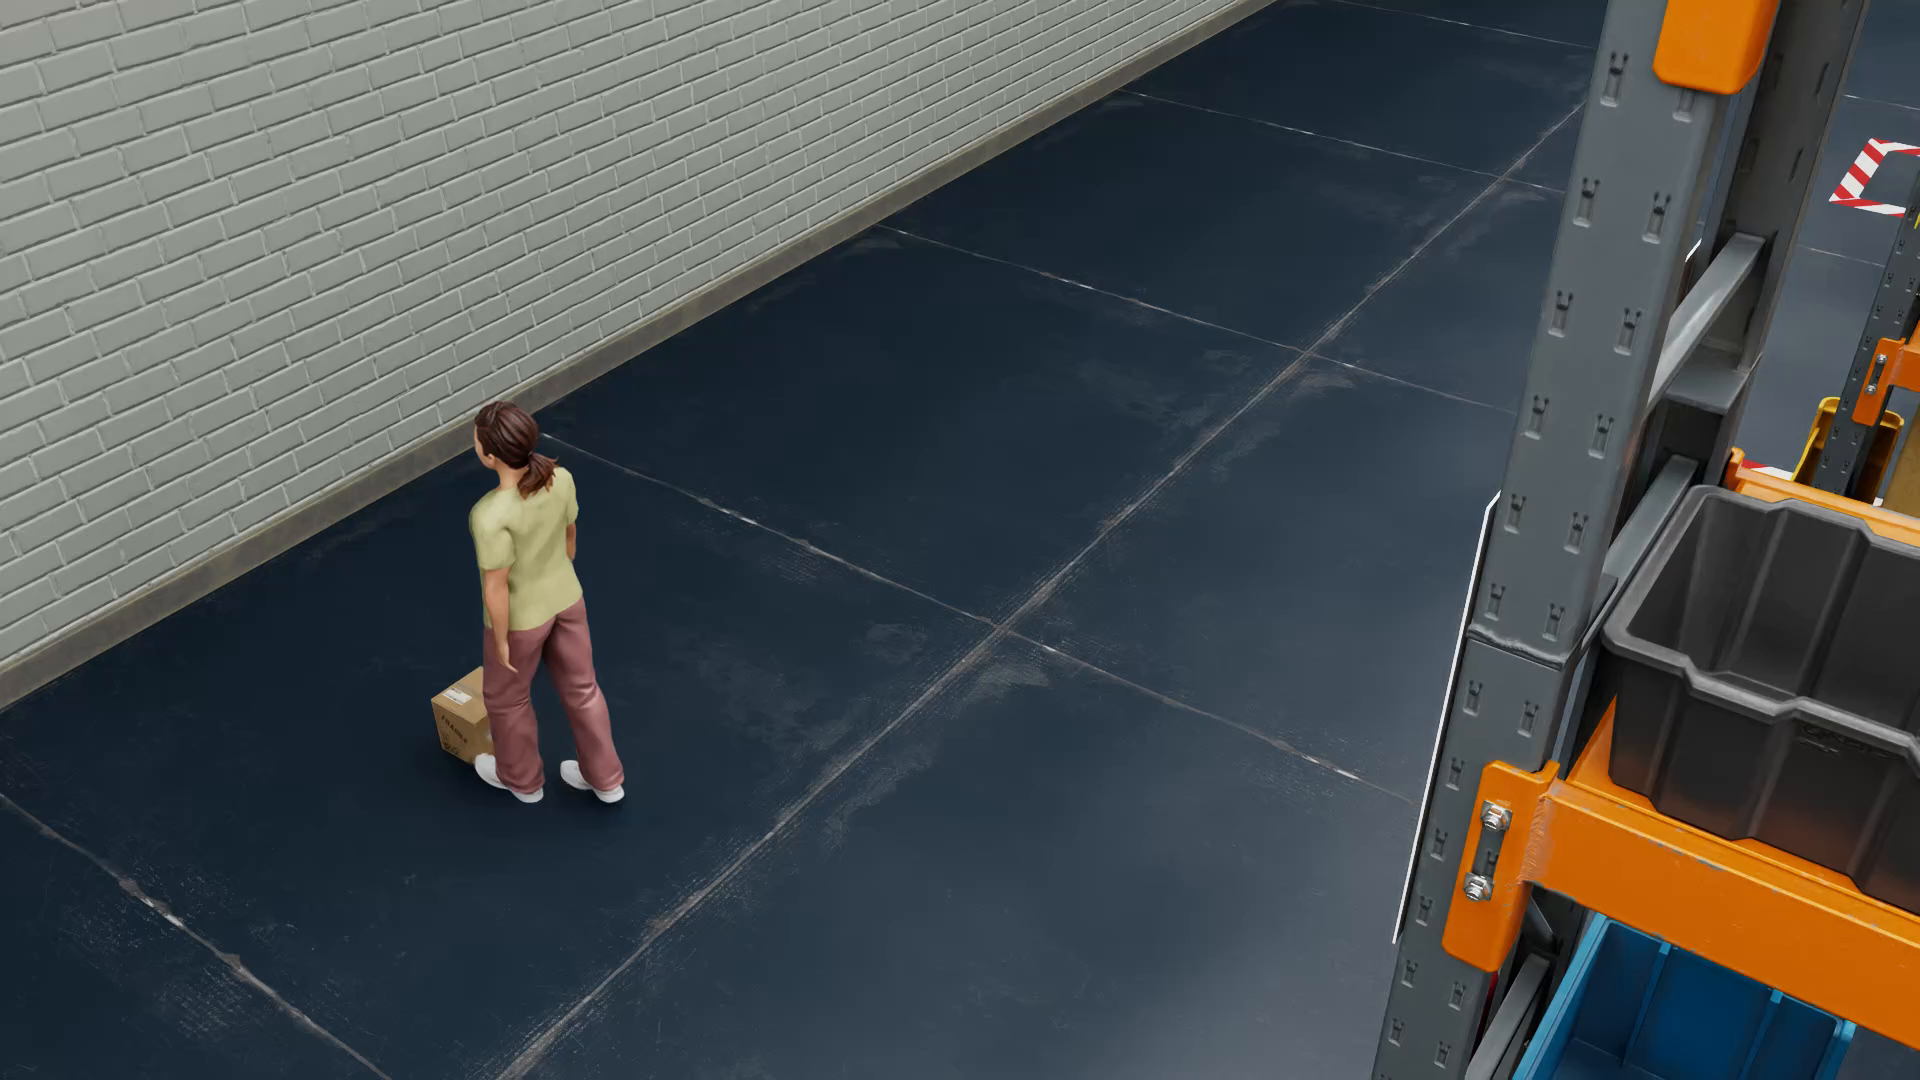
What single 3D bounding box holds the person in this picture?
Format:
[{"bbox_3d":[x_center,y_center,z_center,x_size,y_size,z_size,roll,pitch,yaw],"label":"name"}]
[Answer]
[{"bbox_3d":[-1.523,0.234,5.813,0.554,1.667,0.447,23,41,30],"label":"person"}]
